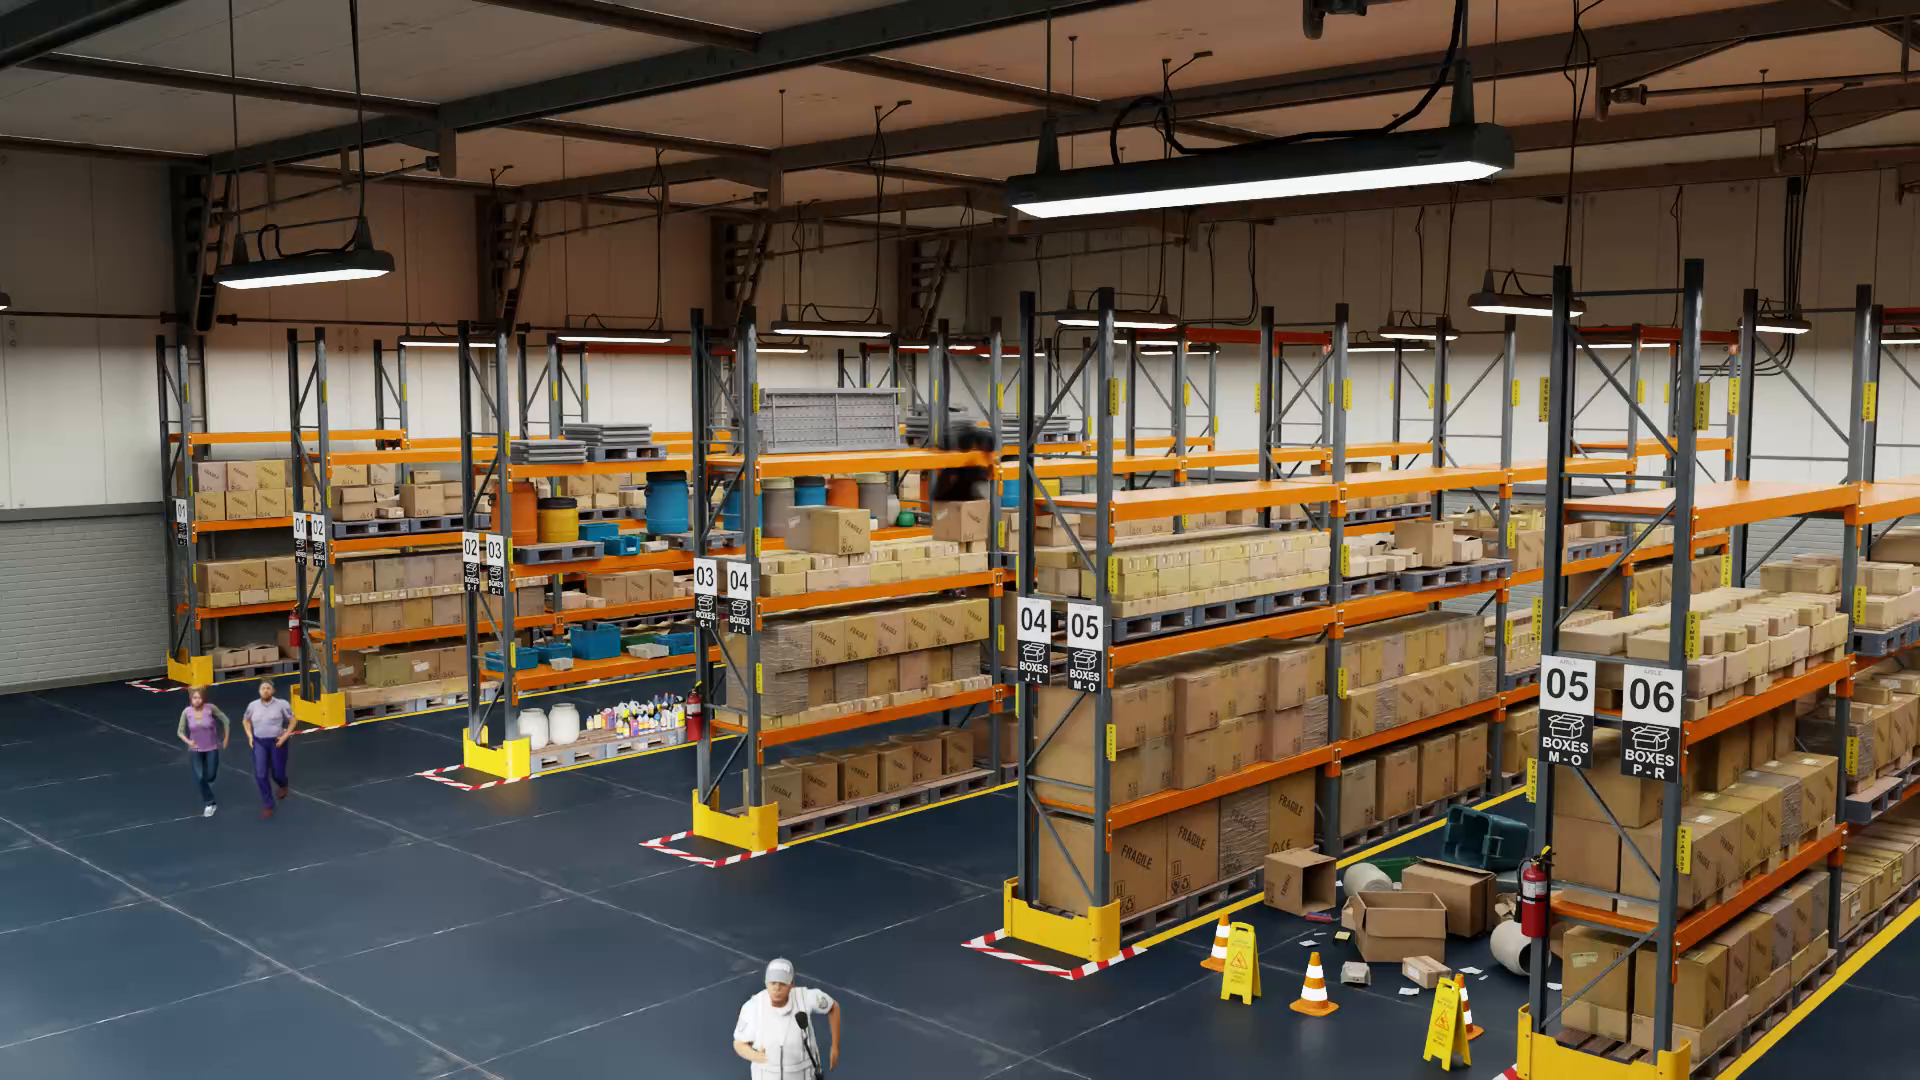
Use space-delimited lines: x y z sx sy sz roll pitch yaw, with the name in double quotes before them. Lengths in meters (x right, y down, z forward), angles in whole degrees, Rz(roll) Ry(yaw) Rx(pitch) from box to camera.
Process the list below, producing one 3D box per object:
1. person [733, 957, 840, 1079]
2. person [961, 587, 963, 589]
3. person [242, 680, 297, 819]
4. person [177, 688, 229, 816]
"person" -1.073 3.384 10.324 0.626 1.700 0.813 0 5 4
"person" 0.222 1.185 33.086 0.675 1.720 0.599 2 6 25
"person" -8.327 2.486 20.074 0.618 1.623 0.742 -1 6 -15
"person" -9.105 2.535 20.034 0.576 1.555 0.649 -2 6 -22
